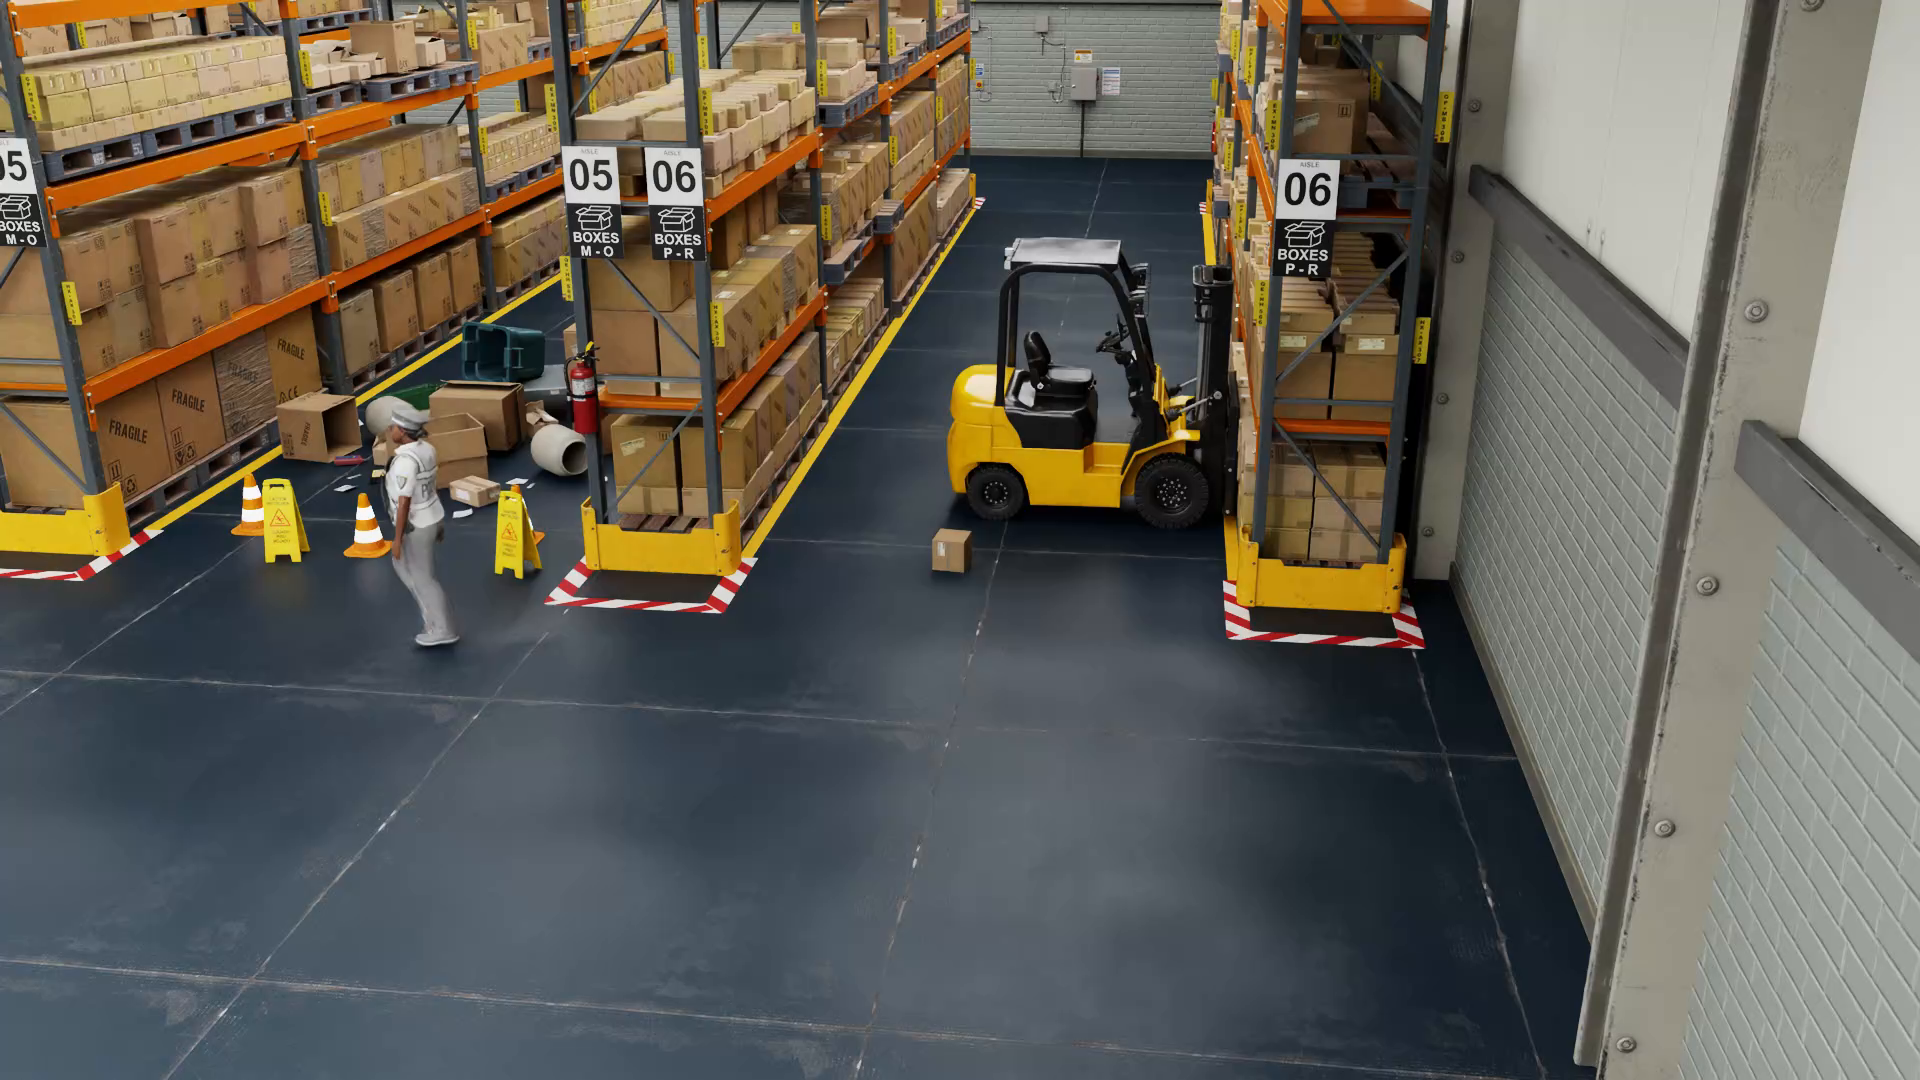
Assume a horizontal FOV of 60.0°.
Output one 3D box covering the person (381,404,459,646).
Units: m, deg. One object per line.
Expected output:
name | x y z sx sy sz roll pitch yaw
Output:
person | -3.689 -0.070 11.234 0.467 1.723 0.499 0 21 1
